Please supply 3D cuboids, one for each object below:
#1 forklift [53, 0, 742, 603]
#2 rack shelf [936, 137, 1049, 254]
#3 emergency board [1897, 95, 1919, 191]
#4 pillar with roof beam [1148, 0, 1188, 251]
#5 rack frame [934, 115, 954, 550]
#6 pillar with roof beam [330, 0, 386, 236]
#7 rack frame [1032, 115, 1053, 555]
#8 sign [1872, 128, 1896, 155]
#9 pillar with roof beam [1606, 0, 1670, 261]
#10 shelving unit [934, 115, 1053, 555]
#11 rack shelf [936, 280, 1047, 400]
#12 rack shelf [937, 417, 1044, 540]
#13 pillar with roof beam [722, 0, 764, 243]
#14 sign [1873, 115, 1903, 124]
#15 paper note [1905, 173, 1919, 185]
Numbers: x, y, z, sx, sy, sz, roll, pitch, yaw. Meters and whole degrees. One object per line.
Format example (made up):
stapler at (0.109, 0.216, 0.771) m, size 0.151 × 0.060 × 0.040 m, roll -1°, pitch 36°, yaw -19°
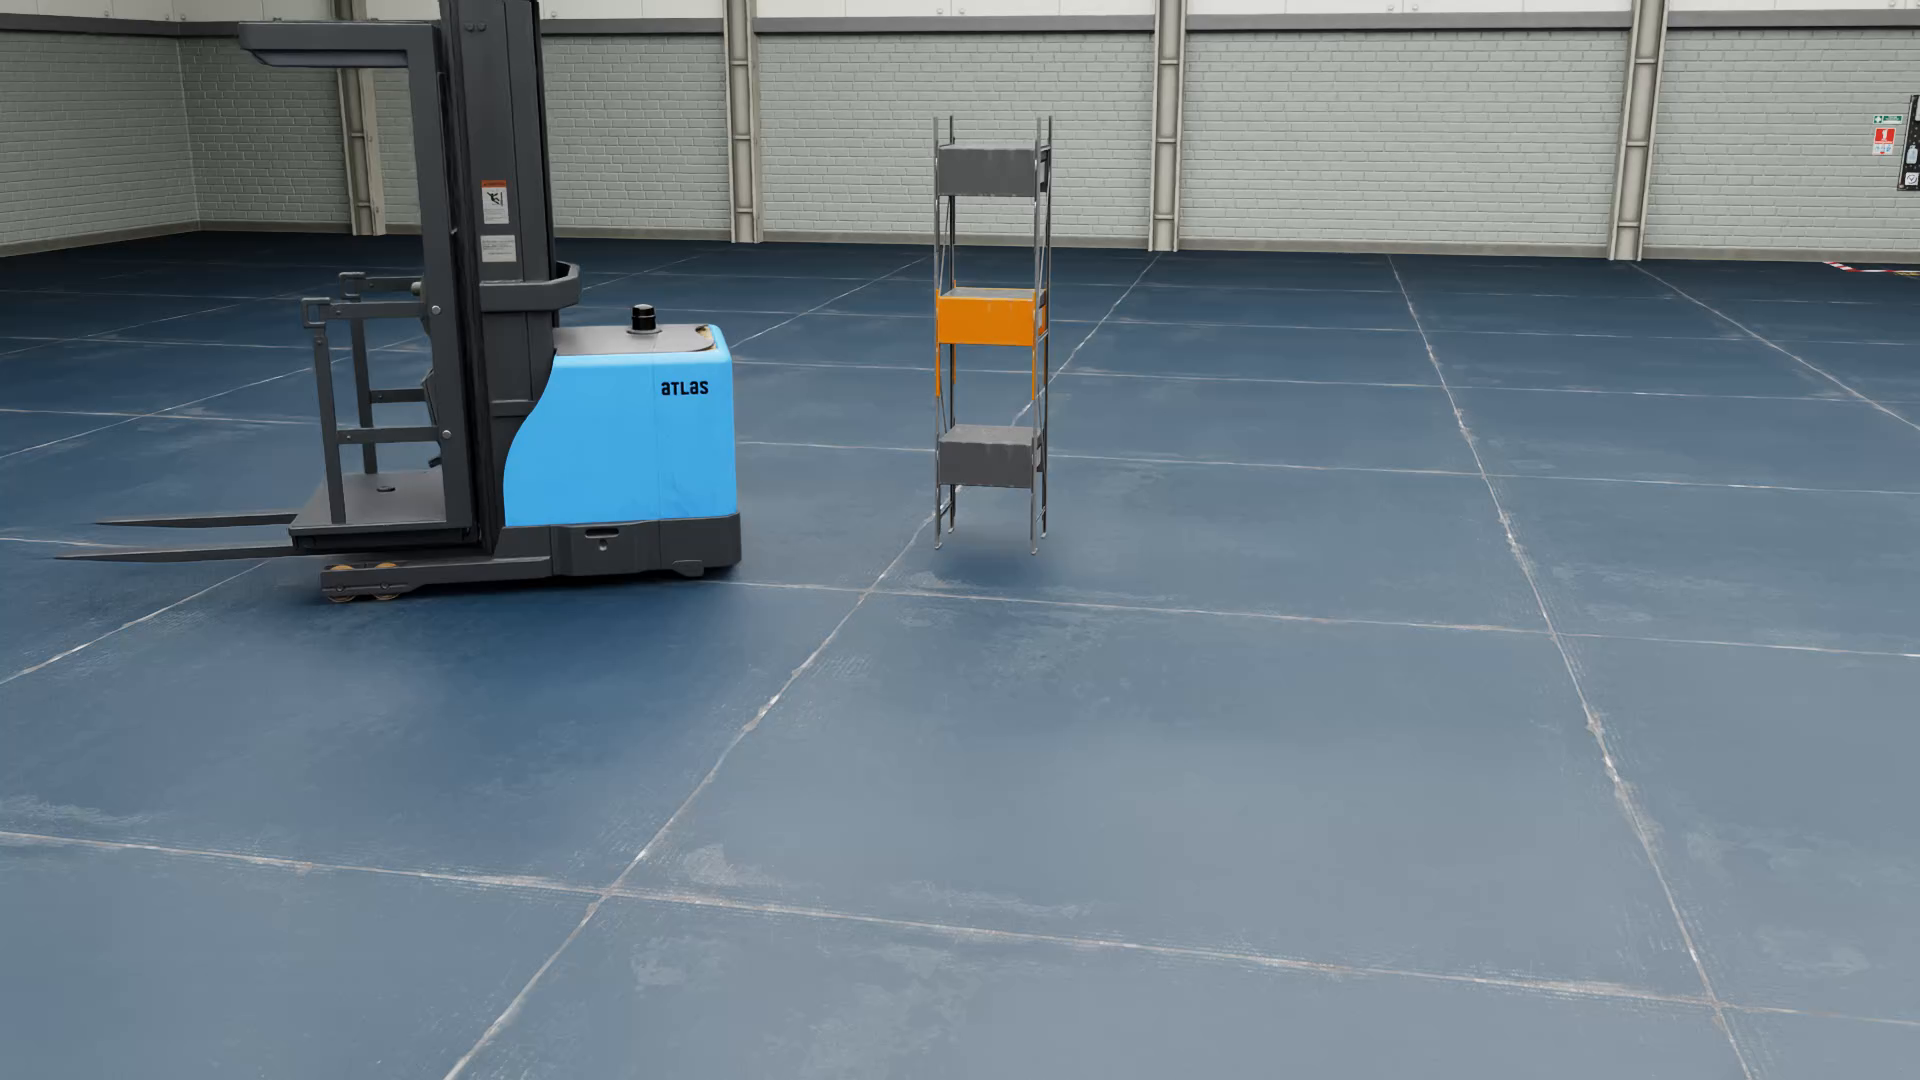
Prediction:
forklift at (-2.603, -1.284, 7.638) m, size 3.031 × 2.935 × 1.130 m, roll -3°, pitch 16°, yaw -11°
rack shelf at (0.162, -1.665, 7.997) m, size 0.480 × 0.518 × 0.431 m, roll 3°, pitch 16°, yaw 11°
emergency board at (12.146, -4.951, 20.748) m, size 0.626 × 1.169 × 0.157 m, roll 3°, pitch 16°, yaw 11°
pillar with roof beam at (1.948, -7.208, 17.656) m, size 0.400 × 9.000 × 9.100 m, roll 3°, pitch 16°, yaw 11°
rack frame at (-0.077, -1.016, 8.227) m, size 0.015 × 2.100 × 0.400 m, roll 3°, pitch 16°, yaw 11°
pillar with roof beam at (-9.812, -7.846, 19.961) m, size 0.400 × 9.000 × 9.100 m, roll 3°, pitch 16°, yaw 11°
rack frame at (0.401, -0.990, 8.133) m, size 0.015 × 2.100 × 0.400 m, roll 3°, pitch 16°, yaw 11°
sign at (11.630, -5.020, 20.928) m, size 0.234 × 0.329 × 0.001 m, roll 3°, pitch 16°, yaw 11°
pillar with roof beam at (7.827, -6.889, 16.504) m, size 0.400 × 9.000 × 9.100 m, roll 3°, pitch 16°, yaw 11°
shelving unit at (0.162, -1.003, 8.180) m, size 0.503 × 2.100 × 0.431 m, roll 3°, pitch 16°, yaw 11°
rack shelf at (0.162, -0.990, 8.184) m, size 0.480 × 0.518 × 0.431 m, roll 3°, pitch 16°, yaw 11°
rack shelf at (0.162, -0.315, 8.370) m, size 0.480 × 0.518 × 0.431 m, roll 3°, pitch 16°, yaw 11°
pillar with roof beam at (-3.932, -7.527, 18.809) m, size 0.400 × 9.000 × 9.100 m, roll 3°, pitch 16°, yaw 11°
sign at (11.632, -5.273, 20.848) m, size 0.331 × 0.109 × 0.001 m, roll 3°, pitch 16°, yaw 11°
paper note at (11.991, -4.549, 20.946) m, size 0.142 × 0.148 × 0.016 m, roll 3°, pitch 16°, yaw 11°
